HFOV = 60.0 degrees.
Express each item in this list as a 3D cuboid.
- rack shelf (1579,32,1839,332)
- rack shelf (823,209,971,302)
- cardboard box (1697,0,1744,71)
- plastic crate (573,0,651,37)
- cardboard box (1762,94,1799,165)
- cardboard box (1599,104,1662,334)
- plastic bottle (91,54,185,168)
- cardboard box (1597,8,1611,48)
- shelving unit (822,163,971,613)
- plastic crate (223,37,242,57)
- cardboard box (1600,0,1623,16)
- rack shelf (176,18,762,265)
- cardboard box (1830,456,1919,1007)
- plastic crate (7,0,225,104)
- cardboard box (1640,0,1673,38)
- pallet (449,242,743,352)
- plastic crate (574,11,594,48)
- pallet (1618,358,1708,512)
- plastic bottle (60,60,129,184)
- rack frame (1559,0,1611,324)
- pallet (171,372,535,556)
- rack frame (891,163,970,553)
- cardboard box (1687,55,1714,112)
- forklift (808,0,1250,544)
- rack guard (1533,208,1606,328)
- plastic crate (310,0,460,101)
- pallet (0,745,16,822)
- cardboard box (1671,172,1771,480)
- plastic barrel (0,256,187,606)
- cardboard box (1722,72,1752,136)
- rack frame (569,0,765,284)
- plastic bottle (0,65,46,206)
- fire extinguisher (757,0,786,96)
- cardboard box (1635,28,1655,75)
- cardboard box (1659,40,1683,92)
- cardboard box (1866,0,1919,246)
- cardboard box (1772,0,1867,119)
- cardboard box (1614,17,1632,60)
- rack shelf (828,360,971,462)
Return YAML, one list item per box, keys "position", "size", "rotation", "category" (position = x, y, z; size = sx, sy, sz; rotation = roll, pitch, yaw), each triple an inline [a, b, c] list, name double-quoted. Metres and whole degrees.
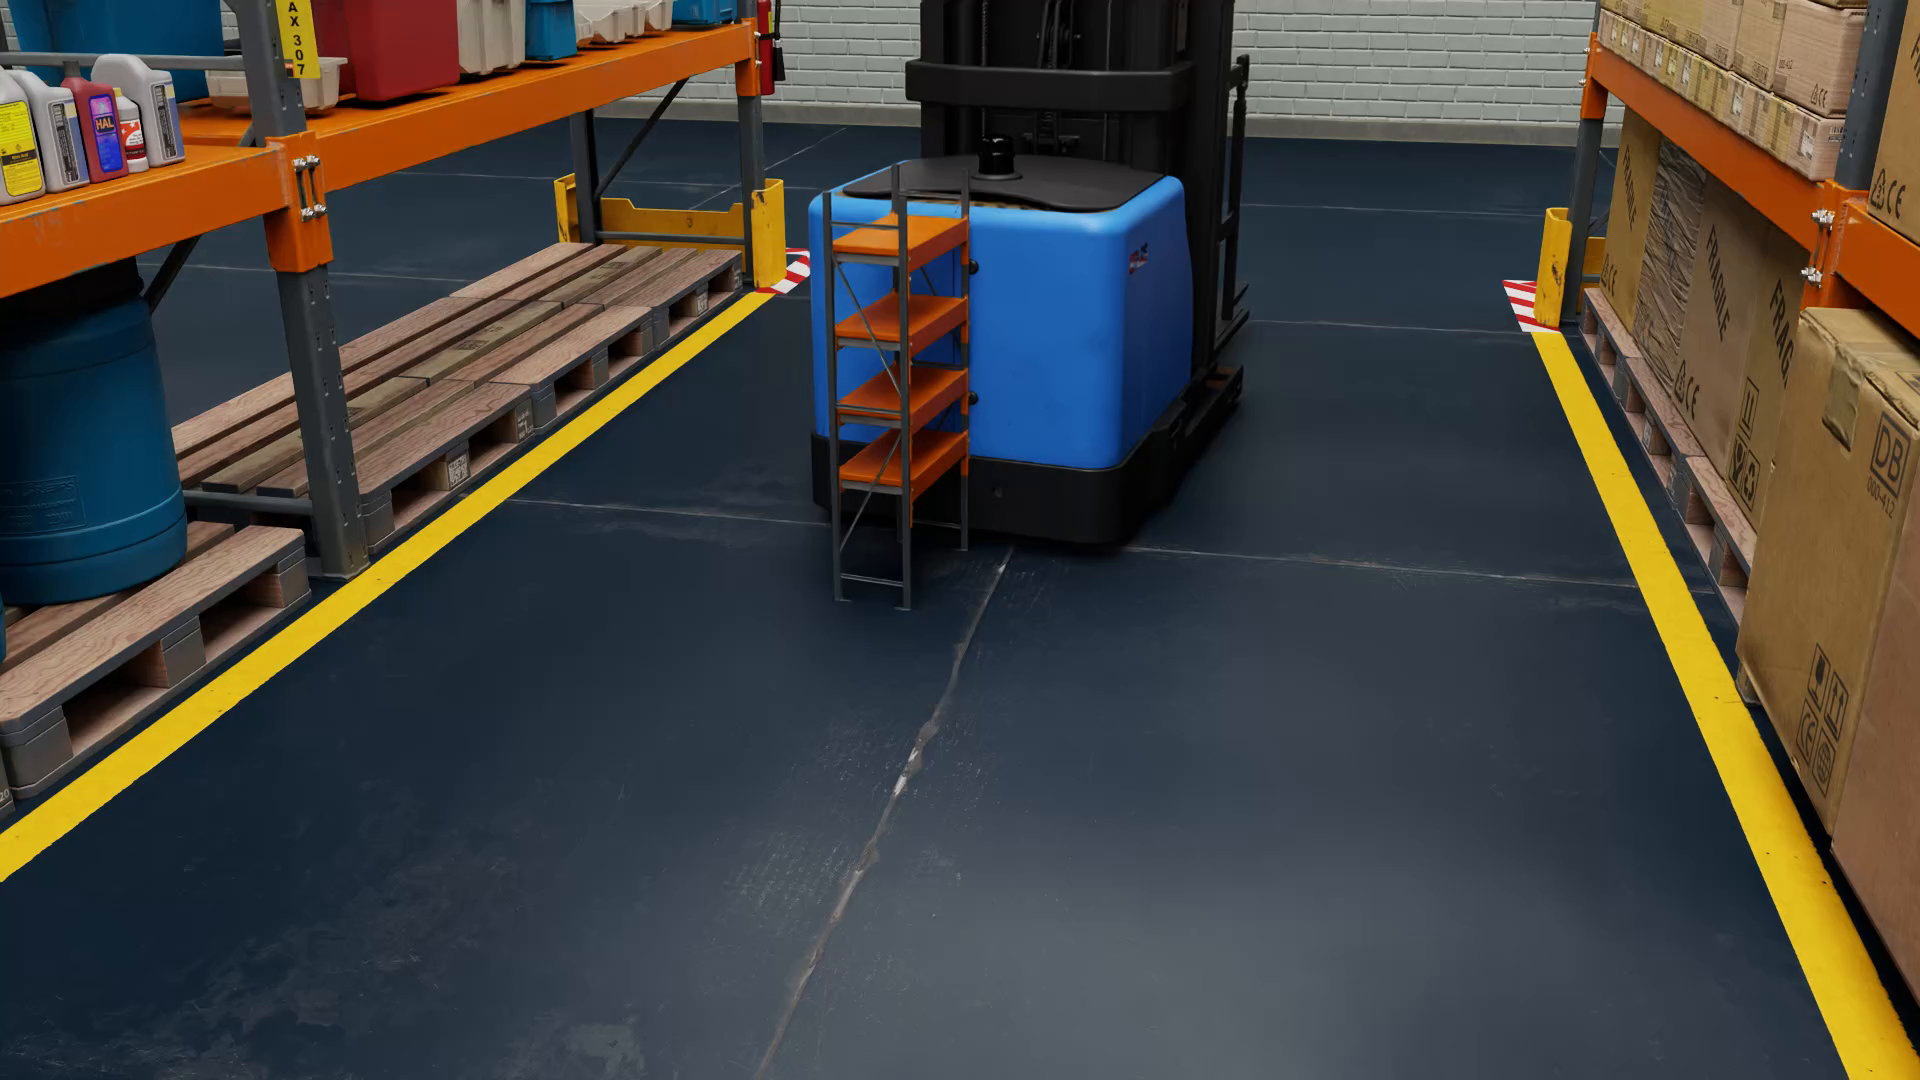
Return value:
- position: [2.933, -1.343, 5.636]
  size: [1.077, 0.370, 4.000]
  rotation: [4, 22, 11]
  category: "rack shelf"
- position: [-0.171, -0.813, 4.713]
  size: [0.258, 0.148, 0.480]
  rotation: [8, 23, 19]
  category: "rack shelf"
- position: [2.565, -1.571, 5.043]
  size: [0.500, 0.250, 0.500]
  rotation: [5, 22, 12]
  category: "cardboard box"
- position: [-1.570, -2.274, 7.258]
  size: [0.396, 0.136, 0.243]
  rotation: [4, 22, 11]
  category: "plastic crate"
- position: [2.318, -1.060, 4.306]
  size: [0.380, 0.149, 0.250]
  rotation: [5, 22, 12]
  category: "cardboard box"
- position: [3.288, -1.377, 7.040]
  size: [0.875, 0.875, 0.875]
  rotation: [4, 22, 11]
  category: "cardboard box"
- position: [-2.088, -1.097, 4.227]
  size: [0.152, 0.276, 0.135]
  rotation: [4, 22, 11]
  category: "plastic bottle"
- position: [2.945, -2.187, 7.105]
  size: [0.380, 0.149, 0.250]
  rotation: [5, 22, 12]
  category: "cardboard box"
- position: [-0.171, -0.448, 4.860]
  size: [0.258, 1.200, 0.503]
  rotation: [8, 23, 19]
  category: "shelving unit"
- position: [-2.359, -1.653, 5.731]
  size: [0.437, 0.125, 0.590]
  rotation: [4, 22, 11]
  category: "plastic crate"
- position: [2.978, -2.322, 6.906]
  size: [0.500, 0.250, 0.500]
  rotation: [4, 22, 9]
  category: "cardboard box"
- position: [-1.916, -1.721, 6.574]
  size: [1.077, 0.370, 4.000]
  rotation: [4, 22, 11]
  category: "rack shelf"
- position: [2.232, 0.408, 2.608]
  size: [1.225, 0.875, 0.875]
  rotation: [4, 22, 9]
  category: "cardboard box"
- position: [-2.563, -1.540, 5.103]
  size: [0.392, 0.384, 0.575]
  rotation: [4, 22, 11]
  category: "plastic crate"
- position: [2.773, -1.948, 5.977]
  size: [0.500, 0.250, 0.500]
  rotation: [4, 22, 9]
  category: "cardboard box"
- position: [-1.714, -1.194, 8.035]
  size: [1.003, 0.211, 1.213]
  rotation: [4, 22, 11]
  category: "pallet"
- position: [-1.646, -2.061, 6.728]
  size: [0.298, 0.136, 0.250]
  rotation: [4, 22, 11]
  category: "plastic crate"
- position: [3.003, -0.371, 5.993]
  size: [1.003, 0.211, 1.213]
  rotation: [4, 22, 11]
  category: "pallet"
- position: [-2.091, -1.012, 4.007]
  size: [0.061, 0.283, 0.133]
  rotation: [4, 22, 11]
  category: "plastic bottle"
- position: [3.341, -2.408, 7.318]
  size: [1.000, 3.000, 0.127]
  rotation: [4, 22, 11]
  category: "rack frame"
- position: [-2.212, -0.301, 5.819]
  size: [1.003, 0.211, 1.213]
  rotation: [4, 22, 11]
  category: "pallet"
- position: [-0.087, -0.534, 5.072]
  size: [0.240, 1.200, 0.015]
  rotation: [8, 23, 19]
  category: "rack frame"
- position: [2.528, -1.435, 5.238]
  size: [0.380, 0.149, 0.250]
  rotation: [4, 22, 10]
  category: "cardboard box"
- position: [0.499, -1.868, 6.067]
  size: [1.130, 2.935, 3.031]
  rotation: [8, 23, 19]
  category: "forklift"
- position: [3.346, -1.257, 7.807]
  size: [1.175, 0.500, 0.348]
  rotation: [4, 22, 11]
  category: "rack guard"
- position: [-1.897, -1.688, 5.363]
  size: [0.402, 0.464, 0.583]
  rotation: [4, 22, 11]
  category: "plastic crate"
- position: [-2.769, 0.697, 3.340]
  size: [1.003, 0.211, 1.213]
  rotation: [4, 22, 11]
  category: "pallet"
- position: [2.921, -0.719, 5.406]
  size: [0.875, 0.875, 0.875]
  rotation: [4, 22, 11]
  category: "cardboard box"
- position: [-2.452, -0.347, 4.446]
  size: [0.600, 0.901, 0.708]
  rotation: [4, 22, 11]
  category: "plastic barrel"
- position: [2.423, -1.247, 4.772]
  size: [0.380, 0.149, 0.250]
  rotation: [5, 22, 12]
  category: "cardboard box"
- position: [-1.508, -2.786, 8.255]
  size: [1.000, 3.000, 0.127]
  rotation: [4, 22, 11]
  category: "rack frame"
- position: [-2.191, -0.939, 3.736]
  size: [0.144, 0.351, 0.185]
  rotation: [4, 22, 11]
  category: "plastic bottle"
- position: [-1.032, -2.597, 8.390]
  size: [0.296, 0.674, 0.183]
  rotation: [4, 22, 11]
  category: "fire extinguisher"
- position: [2.737, -1.811, 6.171]
  size: [0.380, 0.149, 0.250]
  rotation: [4, 22, 10]
  category: "cardboard box"
- position: [2.633, -1.624, 5.708]
  size: [0.380, 0.149, 0.250]
  rotation: [4, 22, 10]
  category: "cardboard box"
- position: [2.186, -0.843, 3.297]
  size: [0.500, 0.500, 0.500]
  rotation: [5, 22, 11]
  category: "cardboard box"
- position: [2.358, -1.195, 4.109]
  size: [0.500, 0.250, 0.500]
  rotation: [4, 22, 10]
  category: "cardboard box"
- position: [2.842, -1.999, 6.639]
  size: [0.380, 0.149, 0.250]
  rotation: [4, 22, 10]
  category: "cardboard box"
- position: [-0.171, -0.386, 4.885]
  size: [0.258, 0.148, 0.480]
  rotation: [8, 23, 19]
  category: "rack shelf"
